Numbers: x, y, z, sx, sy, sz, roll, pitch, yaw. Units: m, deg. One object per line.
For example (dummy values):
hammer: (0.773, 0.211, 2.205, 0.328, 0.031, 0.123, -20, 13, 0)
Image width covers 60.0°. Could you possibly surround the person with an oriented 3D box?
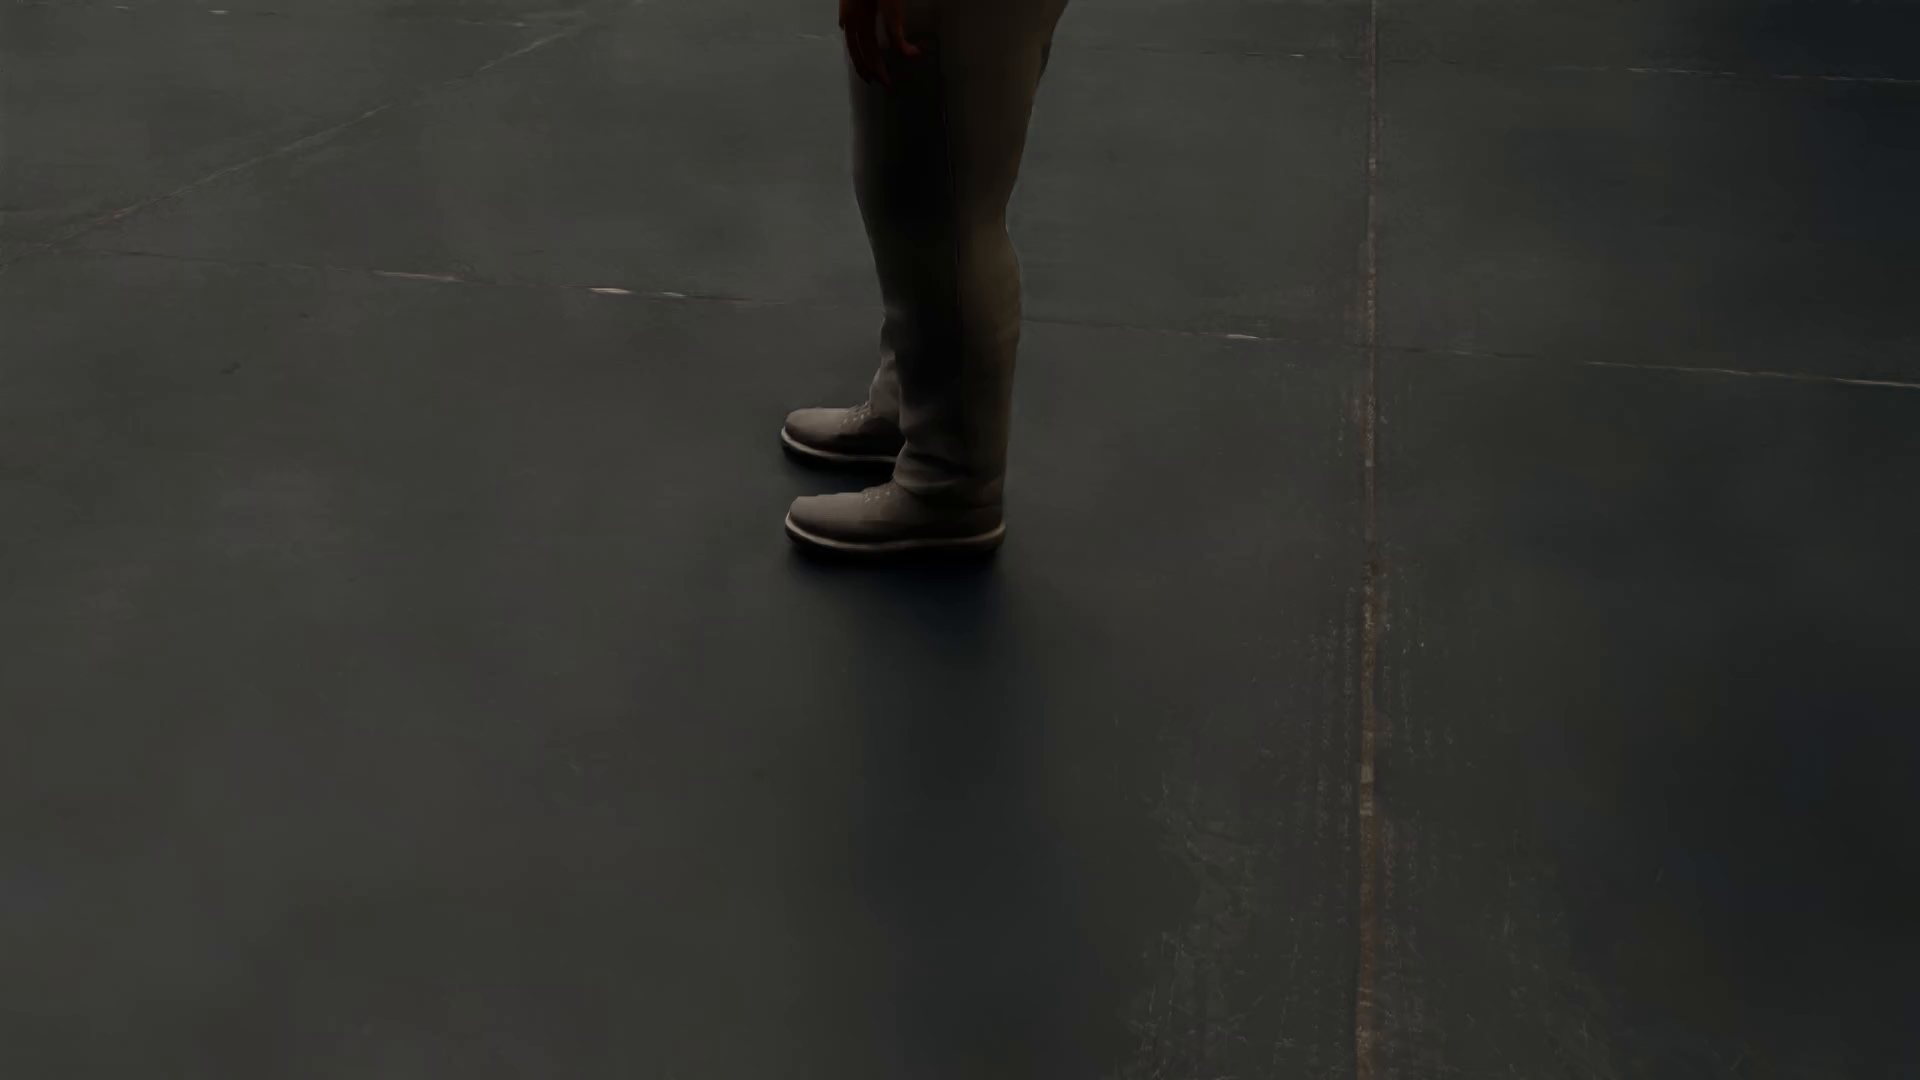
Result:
person: (-0.073, -0.817, 2.123, 0.574, 1.781, 0.635, 6, 27, 11)
